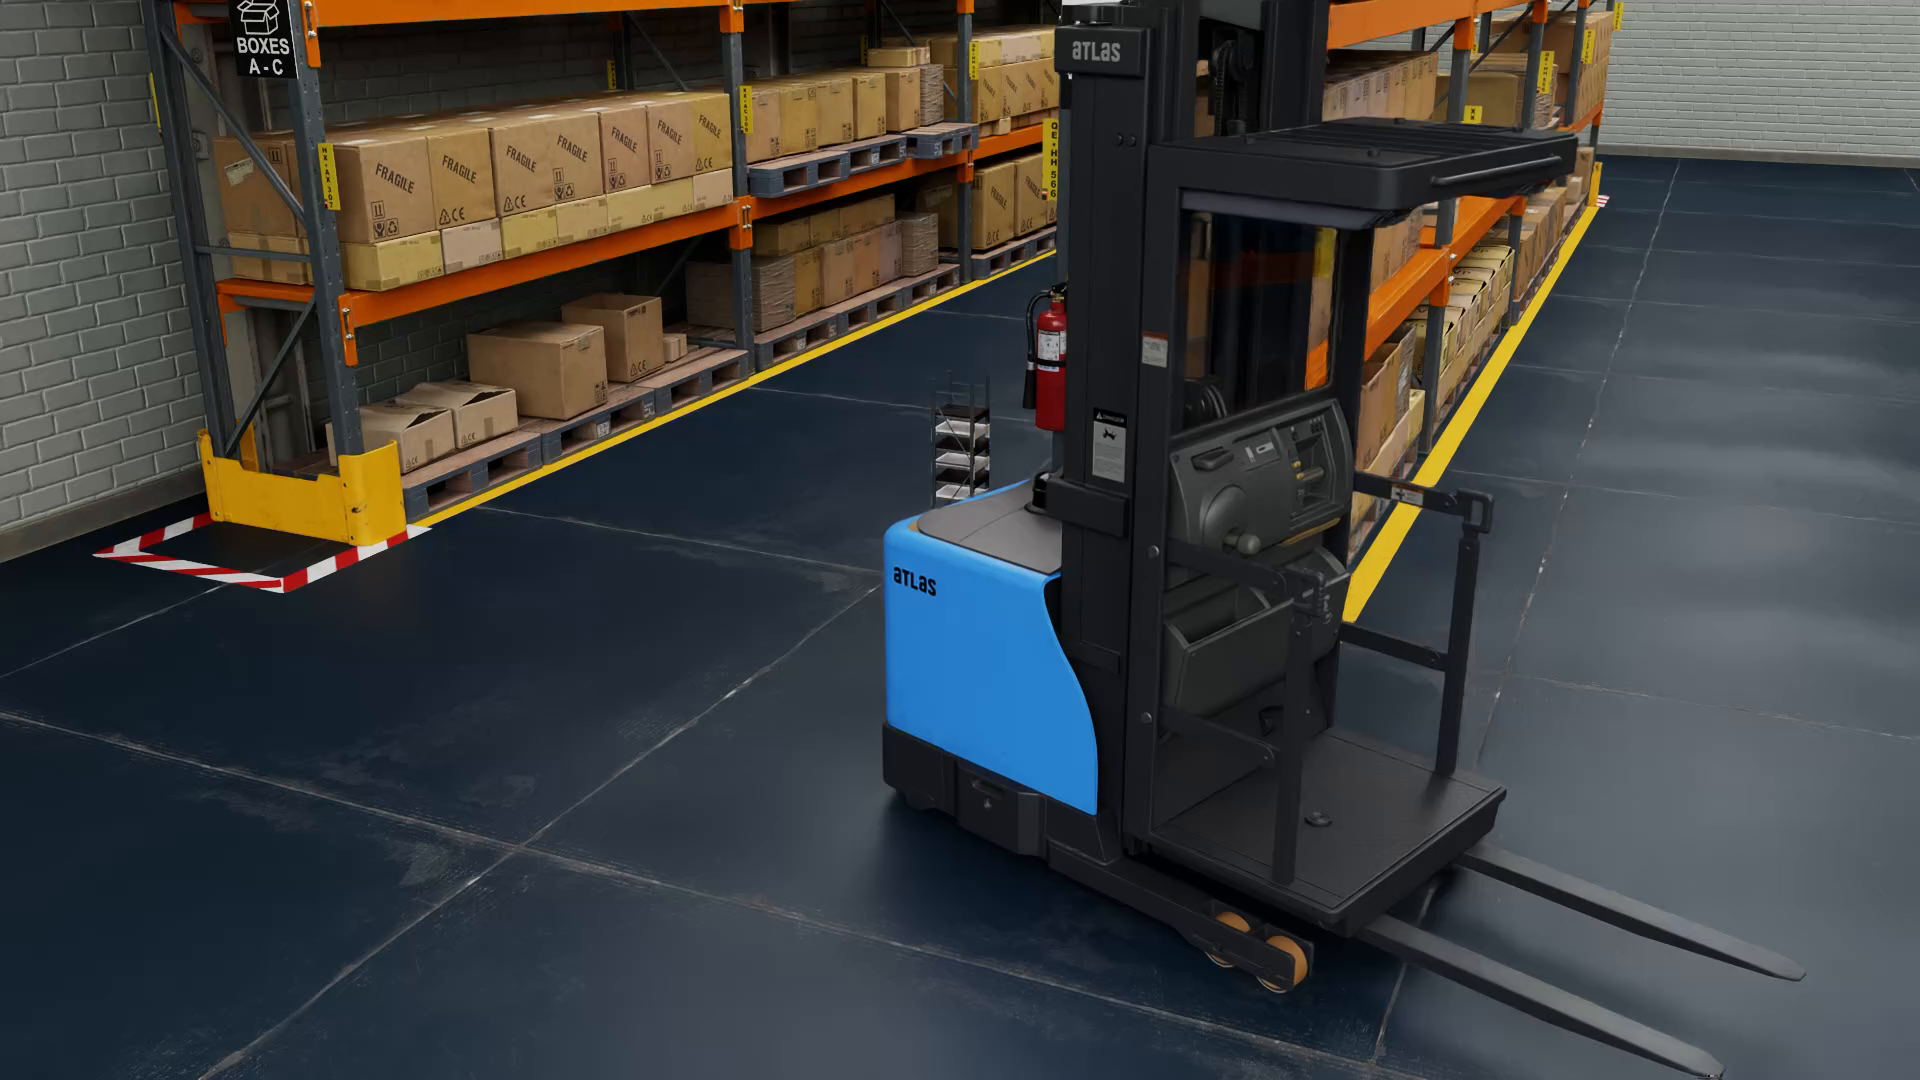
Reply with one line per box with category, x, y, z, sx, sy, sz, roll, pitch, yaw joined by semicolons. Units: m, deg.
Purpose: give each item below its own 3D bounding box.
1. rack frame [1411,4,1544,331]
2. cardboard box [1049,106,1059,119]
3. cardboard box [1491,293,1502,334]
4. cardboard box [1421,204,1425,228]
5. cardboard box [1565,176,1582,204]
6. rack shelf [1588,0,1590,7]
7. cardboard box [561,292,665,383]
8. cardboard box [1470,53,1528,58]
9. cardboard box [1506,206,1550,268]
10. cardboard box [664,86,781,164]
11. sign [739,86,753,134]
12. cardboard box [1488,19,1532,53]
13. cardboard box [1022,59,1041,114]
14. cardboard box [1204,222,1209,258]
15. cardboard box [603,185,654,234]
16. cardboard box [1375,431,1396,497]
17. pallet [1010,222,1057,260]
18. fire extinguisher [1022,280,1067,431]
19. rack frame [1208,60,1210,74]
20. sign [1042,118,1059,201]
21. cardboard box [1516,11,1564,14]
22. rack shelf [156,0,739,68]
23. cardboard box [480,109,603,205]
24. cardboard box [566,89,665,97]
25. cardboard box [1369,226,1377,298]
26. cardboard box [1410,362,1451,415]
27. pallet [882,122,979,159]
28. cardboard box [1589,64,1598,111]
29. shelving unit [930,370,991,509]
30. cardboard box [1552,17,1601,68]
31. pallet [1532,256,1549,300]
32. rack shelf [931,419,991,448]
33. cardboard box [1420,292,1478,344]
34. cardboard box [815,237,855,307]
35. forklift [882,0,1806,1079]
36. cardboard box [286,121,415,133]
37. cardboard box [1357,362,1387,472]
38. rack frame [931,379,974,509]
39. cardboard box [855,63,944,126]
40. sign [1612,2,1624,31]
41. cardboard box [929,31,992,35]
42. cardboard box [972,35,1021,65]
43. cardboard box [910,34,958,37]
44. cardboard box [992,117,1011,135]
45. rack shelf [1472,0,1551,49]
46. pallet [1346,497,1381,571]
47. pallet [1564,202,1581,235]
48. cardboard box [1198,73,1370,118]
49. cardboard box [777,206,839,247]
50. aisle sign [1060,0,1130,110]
rack frame;4.147;-3.249;13.627;1.000;3.000;0.127;9;21;23
cardboard box;0.824;-4.517;17.538;0.380;0.149;0.250;8;21;21
cardboard box;3.947;-1.799;13.027;0.500;0.250;0.500;8;21;22
cardboard box;2.671;-2.112;10.654;0.500;0.250;0.500;10;22;26
cardboard box;7.009;-4.120;19.524;0.500;0.250;0.500;9;21;23
rack shelf;6.604;-6.157;18.403;1.077;0.370;4.000;9;21;23
cardboard box;-2.400;-1.411;11.535;0.500;0.500;0.500;7;21;19
cardboard box;5.387;-4.602;16.658;0.700;0.500;0.500;2;20;4
cardboard box;5.223;-2.852;15.586;0.500;0.500;0.500;8;21;21
cardboard box;-1.772;-3.110;12.431;0.700;0.500;0.500;9;21;23
sign;-1.513;-3.040;11.749;0.100;0.325;0.005;9;21;23
cardboard box;5.756;-5.180;17.416;0.500;0.500;0.500;9;21;23
cardboard box;0.486;-4.548;16.657;0.500;0.500;0.500;8;21;22
cardboard box;1.228;-1.246;6.880;0.380;0.149;0.250;8;21;22
cardboard box;-2.332;-2.150;10.732;0.500;0.250;0.500;8;21;22
cardboard box;2.114;-0.450;9.235;0.500;0.250;0.500;9;21;23
pallet;0.519;-3.216;17.696;1.003;0.211;1.213;9;21;23
fire extinguisher;0.399;-0.794;6.841;0.296;0.674;0.183;9;21;23
rack frame;2.902;-6.373;22.412;1.000;3.000;0.127;9;21;23
sign;0.382;-1.539;6.738;0.100;0.325;0.005;9;21;23
cardboard box;6.794;-5.952;19.588;0.500;0.500;0.500;9;21;23
rack shelf;-2.831;-3.168;9.996;1.077;0.370;4.000;9;21;23
cardboard box;-2.550;-2.345;10.160;0.500;0.500;0.500;9;22;24
cardboard box;-2.395;-2.882;11.670;0.500;0.500;0.500;8;21;21
cardboard box;1.706;-1.465;8.462;0.700;0.500;0.500;9;22;24
cardboard box;2.901;-1.018;10.831;0.500;0.250;0.500;8;21;21
pallet;-0.568;-3.605;14.914;1.213;0.211;1.003;9;21;23
cardboard box;6.863;-5.102;18.690;0.500;0.500;0.500;8;21;22
shelving unit;0.003;-0.426;8.825;0.258;0.900;0.210;9;21;23
cardboard box;6.657;-5.410;18.063;0.500;0.500;0.500;8;21;21
pallet;4.988;-2.530;15.767;1.003;0.211;1.213;9;21;23
rack shelf;0.003;-0.565;8.776;0.258;0.077;0.200;9;21;23
cardboard box;3.326;-1.595;11.618;0.500;0.311;0.500;8;21;21
cardboard box;-1.314;-2.277;13.968;0.700;0.500;0.500;9;21;23
forklift;1.122;-0.196;5.145;3.031;2.935;1.130;18;26;41
cardboard box;-3.435;-2.100;9.471;0.500;0.500;0.500;9;21;23
cardboard box;1.911;-0.651;8.679;0.500;0.500;0.500;9;21;23
rack frame;-0.038;-0.395;8.738;0.240;0.900;0.006;9;21;23
cardboard box;-0.557;-4.037;15.037;0.700;0.500;0.500;6;20;16
sign;7.921;-6.307;20.026;0.100;0.325;0.005;9;21;23
cardboard box;0.004;-4.966;16.713;0.500;0.250;0.500;8;21;21
cardboard box;0.267;-4.745;16.093;0.500;0.250;0.500;8;21;22
cardboard box;-0.209;-4.809;16.274;0.500;0.250;0.500;8;21;21
cardboard box;0.270;-4.033;16.177;0.380;0.149;0.250;9;22;24
rack shelf;3.328;-3.712;11.526;1.077;0.370;4.000;9;21;23
pallet;1.647;-0.101;8.936;1.003;0.211;1.213;9;21;23
pallet;6.566;-3.742;19.175;1.003;0.211;1.213;9;21;23
cardboard box;1.512;-1.934;7.846;0.700;0.500;0.500;9;21;23
cardboard box;-1.338;-2.609;13.784;0.500;0.250;0.500;8;21;21
aisle sign;0.576;-2.048;6.372;0.394;0.787;0.004;9;21;23
